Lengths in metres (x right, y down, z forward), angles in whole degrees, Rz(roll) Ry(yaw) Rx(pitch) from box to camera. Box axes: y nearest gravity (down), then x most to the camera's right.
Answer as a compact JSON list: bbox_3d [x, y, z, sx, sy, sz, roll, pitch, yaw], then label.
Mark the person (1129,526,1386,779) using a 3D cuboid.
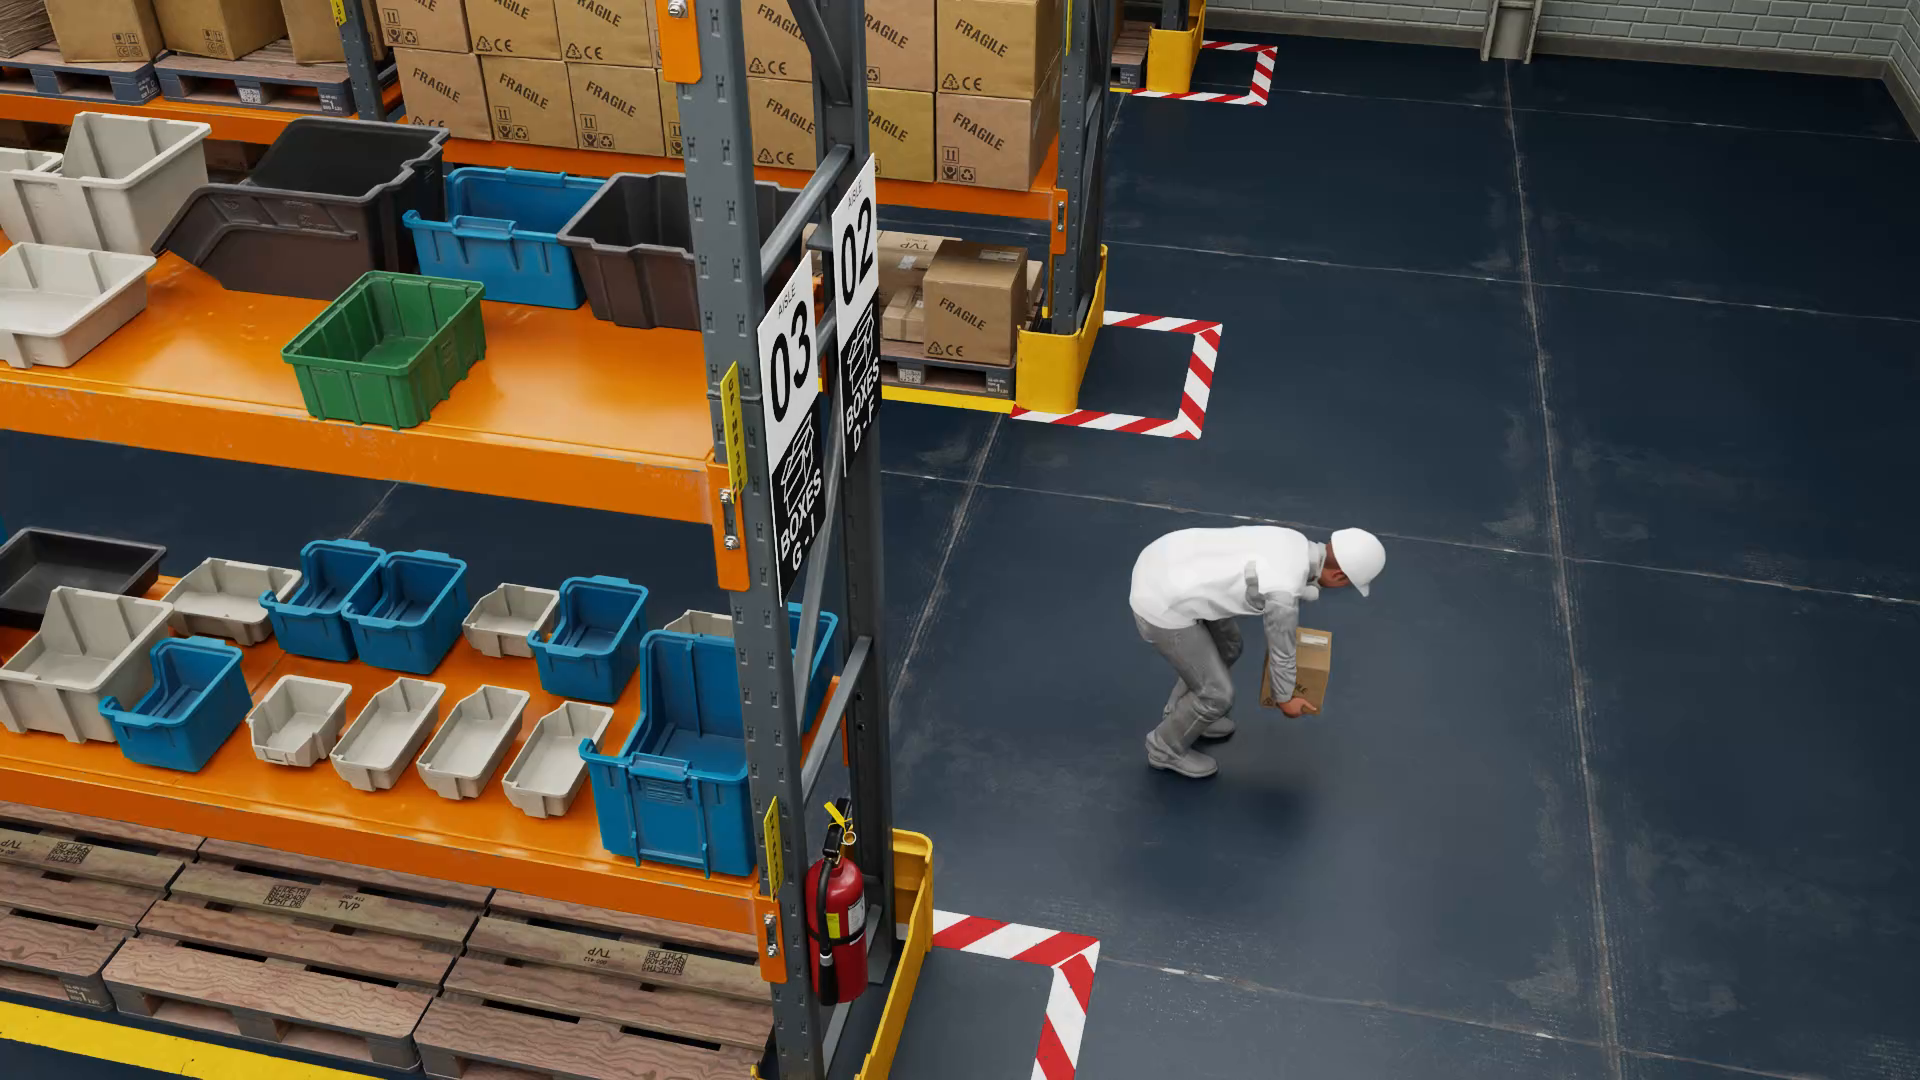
[{"bbox_3d":[1.177,0.427,6.844,0.980,1.204,0.485,6,37,8],"label":"person"}]
